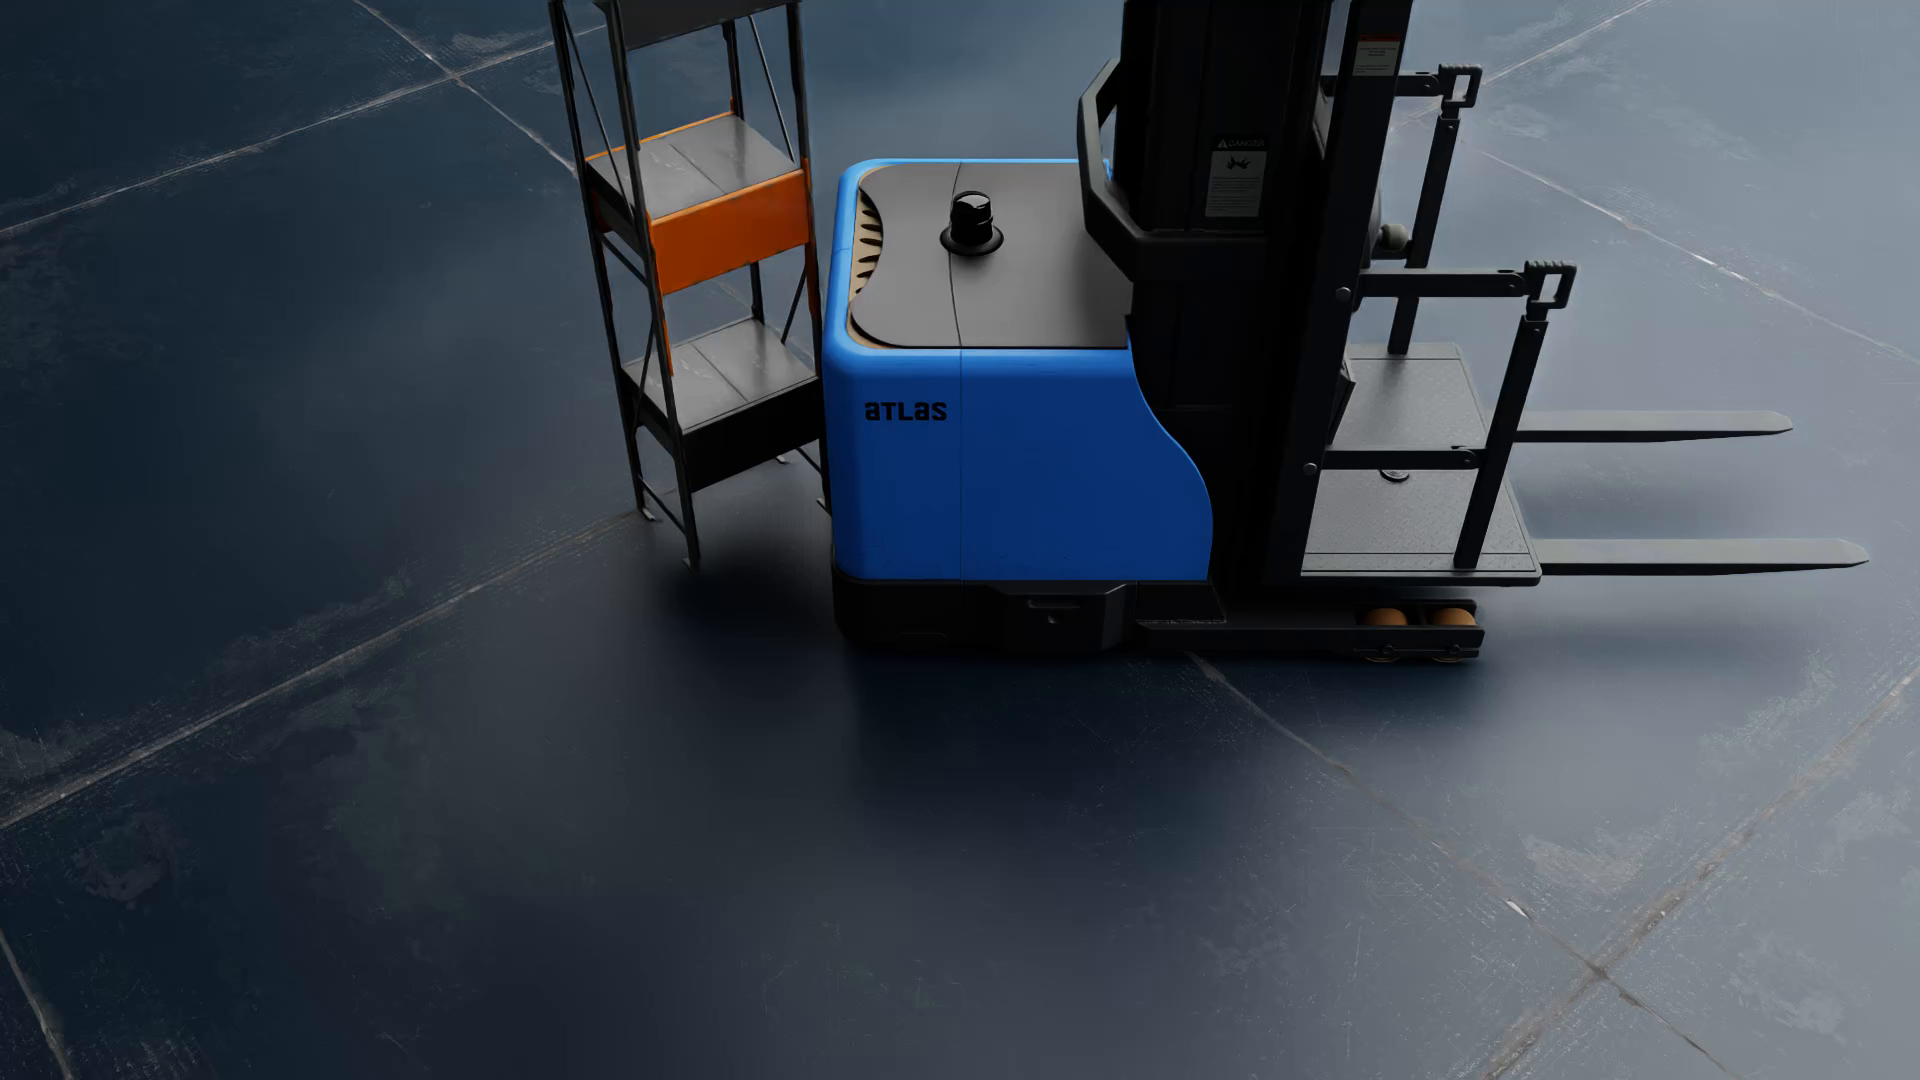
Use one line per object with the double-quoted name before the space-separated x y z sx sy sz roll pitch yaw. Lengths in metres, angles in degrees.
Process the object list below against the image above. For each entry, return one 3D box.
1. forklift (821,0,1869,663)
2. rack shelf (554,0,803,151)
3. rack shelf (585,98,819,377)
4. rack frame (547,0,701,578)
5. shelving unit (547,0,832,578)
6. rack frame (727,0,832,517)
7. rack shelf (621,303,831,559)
"forklift" 1.147 -1.077 4.255 3.031 2.935 1.130 0 43 0
"rack shelf" -0.720 -1.360 4.161 0.480 0.518 0.431 -26 49 -25
"rack shelf" -0.720 -0.849 4.641 0.480 0.518 0.431 -26 49 -25
"rack frame" -0.920 -0.763 4.529 0.015 2.100 0.400 -26 49 -25
"shelving unit" -0.720 -0.859 4.631 0.503 2.100 0.431 -26 49 -25
"rack frame" -0.520 -0.955 4.733 0.015 2.100 0.400 -26 49 -25
"rack shelf" -0.720 -0.339 5.120 0.480 0.518 0.431 -26 49 -25
